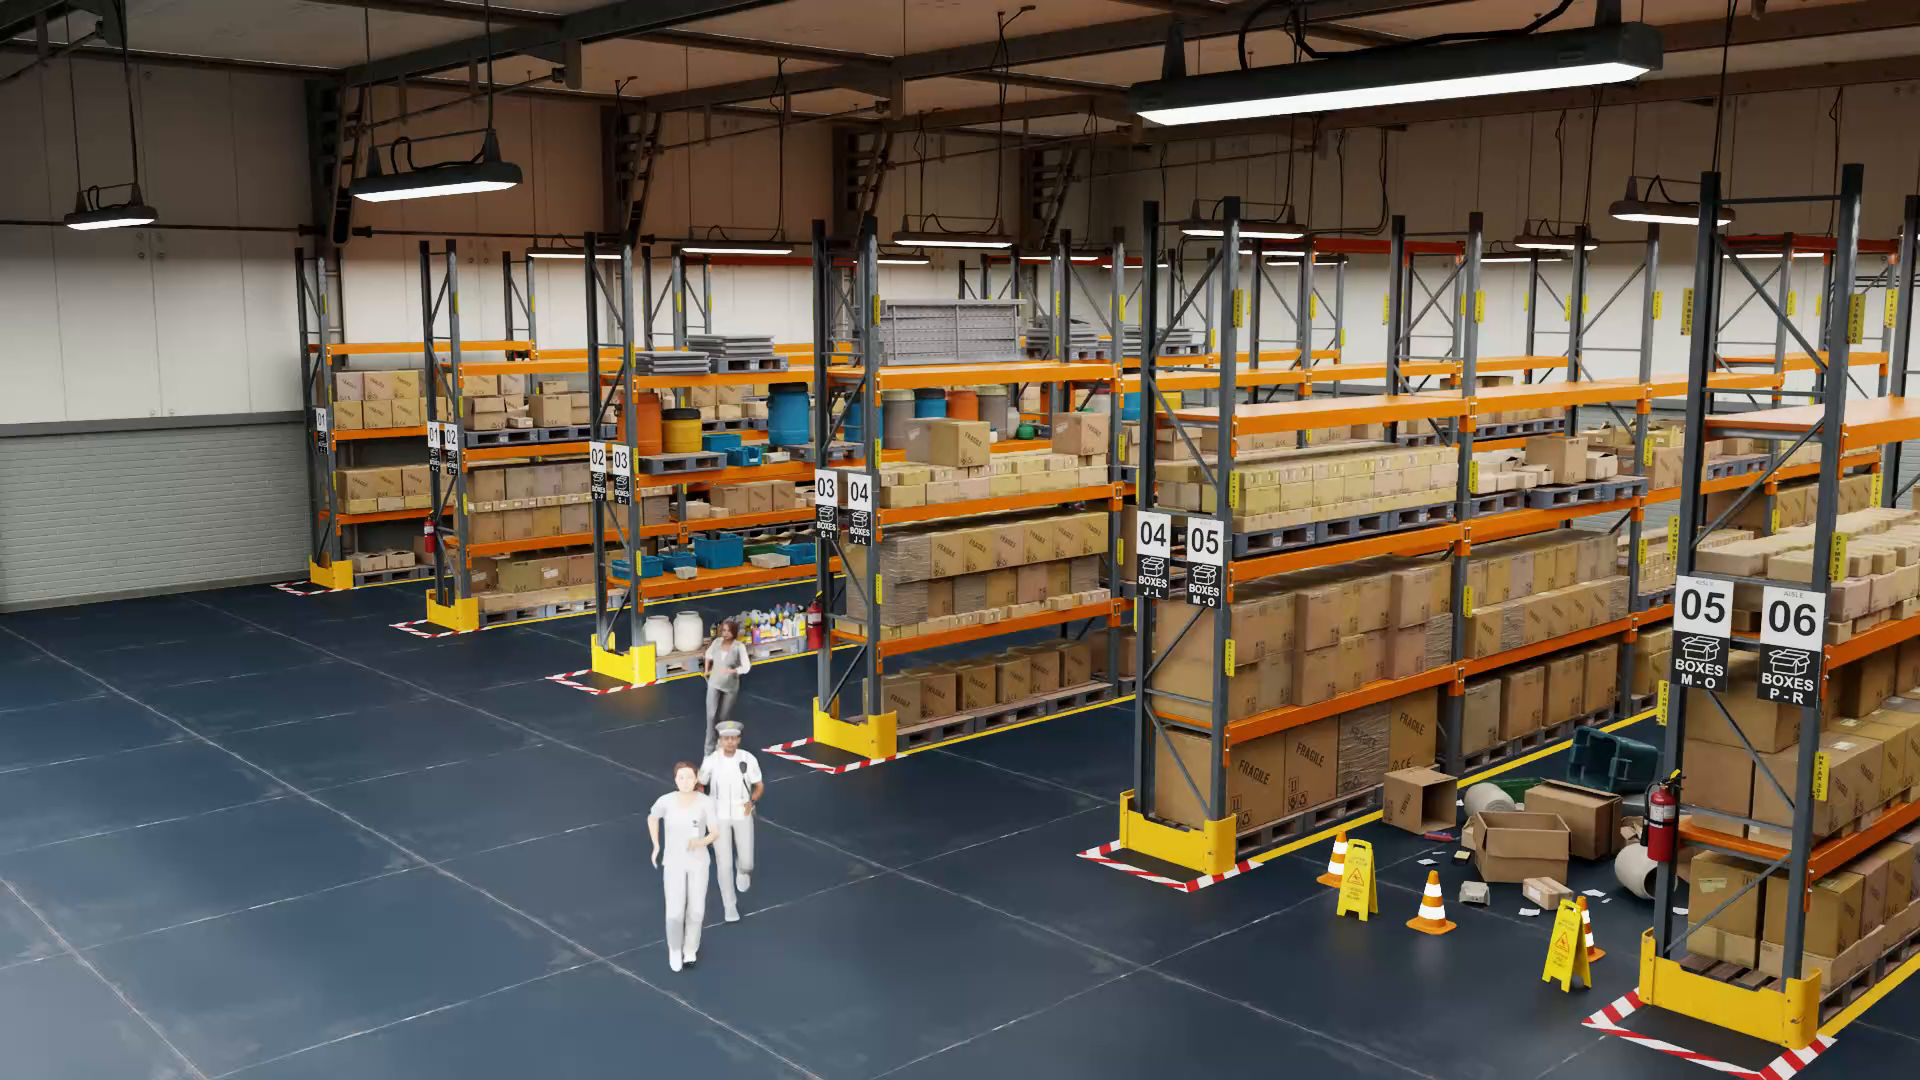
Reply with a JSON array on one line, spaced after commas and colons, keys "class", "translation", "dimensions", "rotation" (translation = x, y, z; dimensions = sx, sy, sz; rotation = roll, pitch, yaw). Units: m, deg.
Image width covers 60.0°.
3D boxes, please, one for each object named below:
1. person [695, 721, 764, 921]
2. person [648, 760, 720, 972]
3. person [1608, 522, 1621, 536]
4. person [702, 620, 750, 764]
[{"class": "person", "translation": [-1.937, 2.310, 13.989], "dimensions": [0.579, 1.654, 0.678], "rotation": [-1, 8, -9]}, {"class": "person", "translation": [-2.097, 2.492, 12.680], "dimensions": [0.537, 1.640, 0.649], "rotation": [-2, 9, -11]}, {"class": "person", "translation": [9.708, 0.635, 24.817], "dimensions": [0.897, 1.816, 0.688], "rotation": [-8, 11, -43]}, {"class": "person", "translation": [-2.599, 1.675, 18.639], "dimensions": [0.540, 1.616, 0.790], "rotation": [1, 8, 4]}]
